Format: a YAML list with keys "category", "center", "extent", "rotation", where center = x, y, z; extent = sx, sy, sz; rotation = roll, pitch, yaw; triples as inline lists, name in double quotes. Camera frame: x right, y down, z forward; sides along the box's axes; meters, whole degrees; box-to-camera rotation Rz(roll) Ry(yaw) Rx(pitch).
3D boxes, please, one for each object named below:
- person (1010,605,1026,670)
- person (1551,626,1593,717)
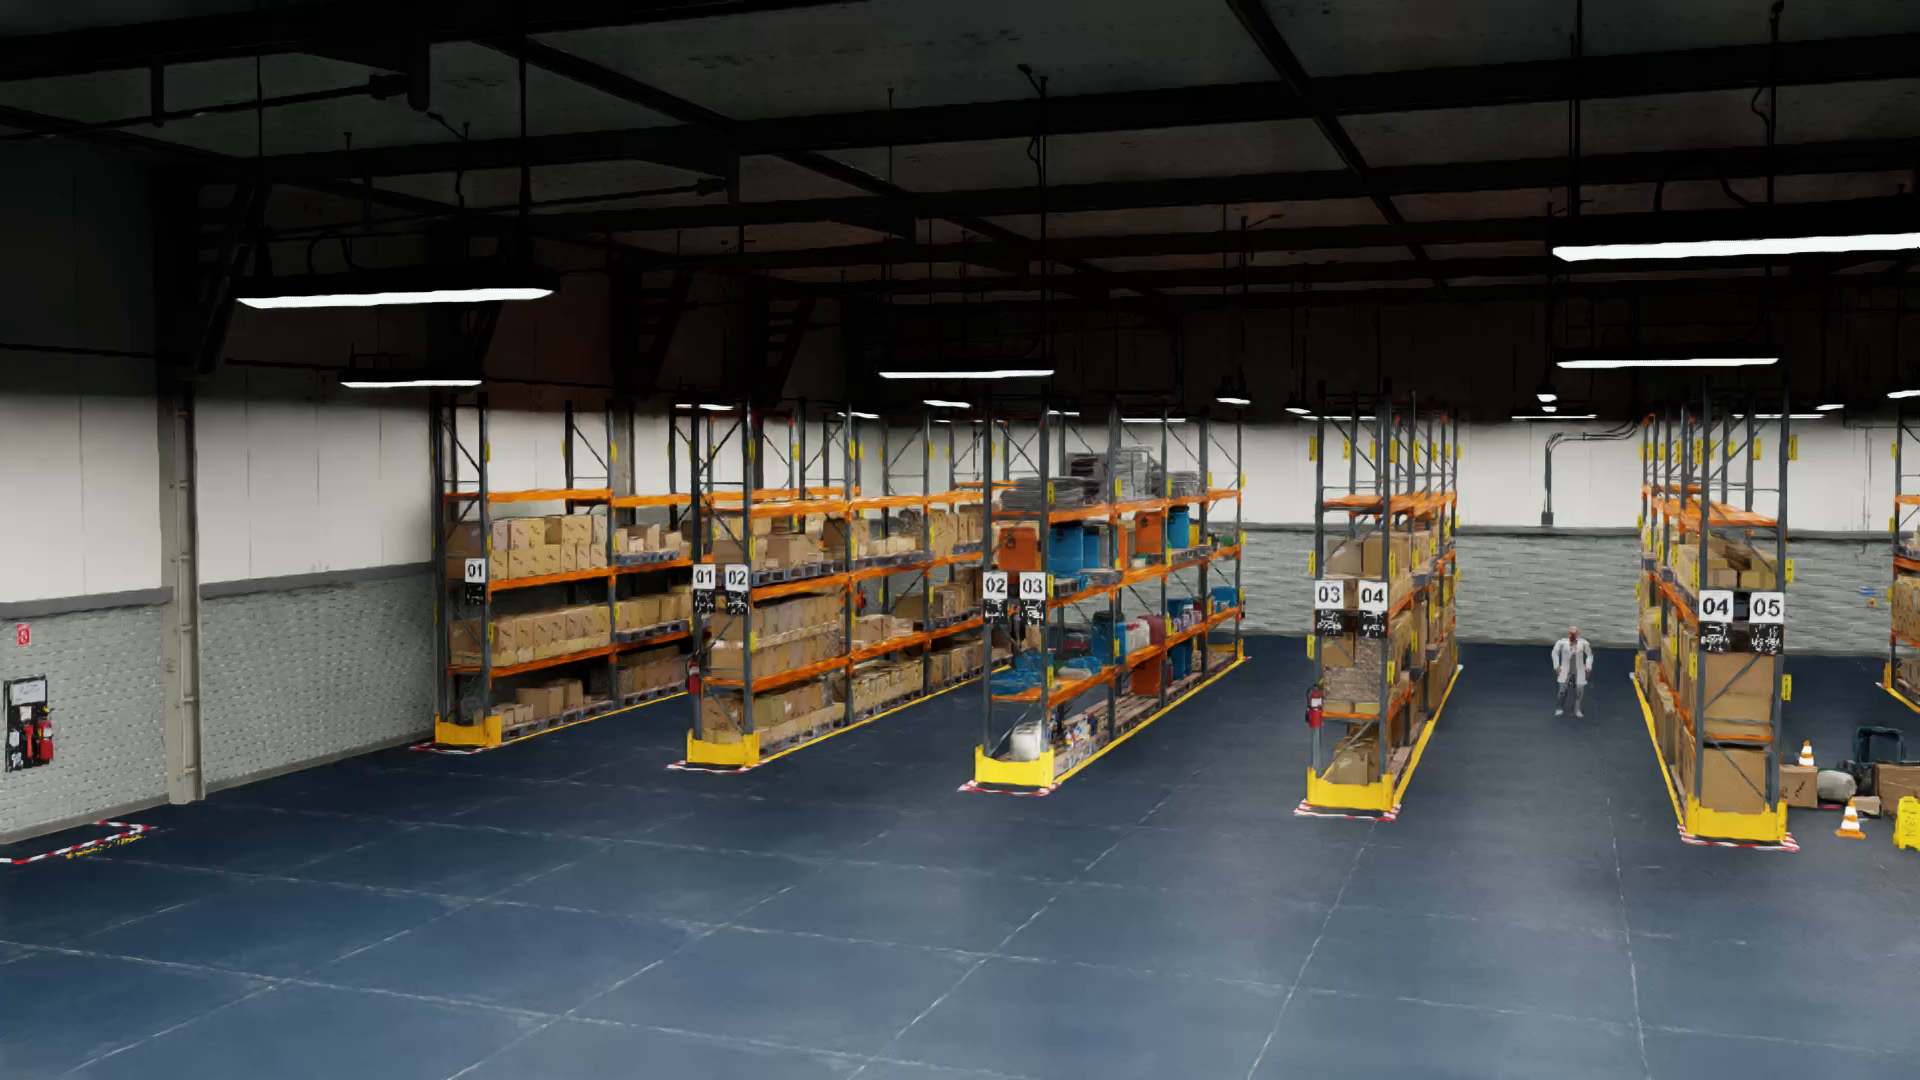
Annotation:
- category: "person"
  center: [1.257, 2.154, 36.365]
  extent: [0.361, 1.665, 0.623]
  rotation: [0, 3, 2]
- category: "person"
  center: [11.532, 2.472, 31.348]
  extent: [0.729, 1.732, 0.541]
  rotation: [1, 3, 18]
